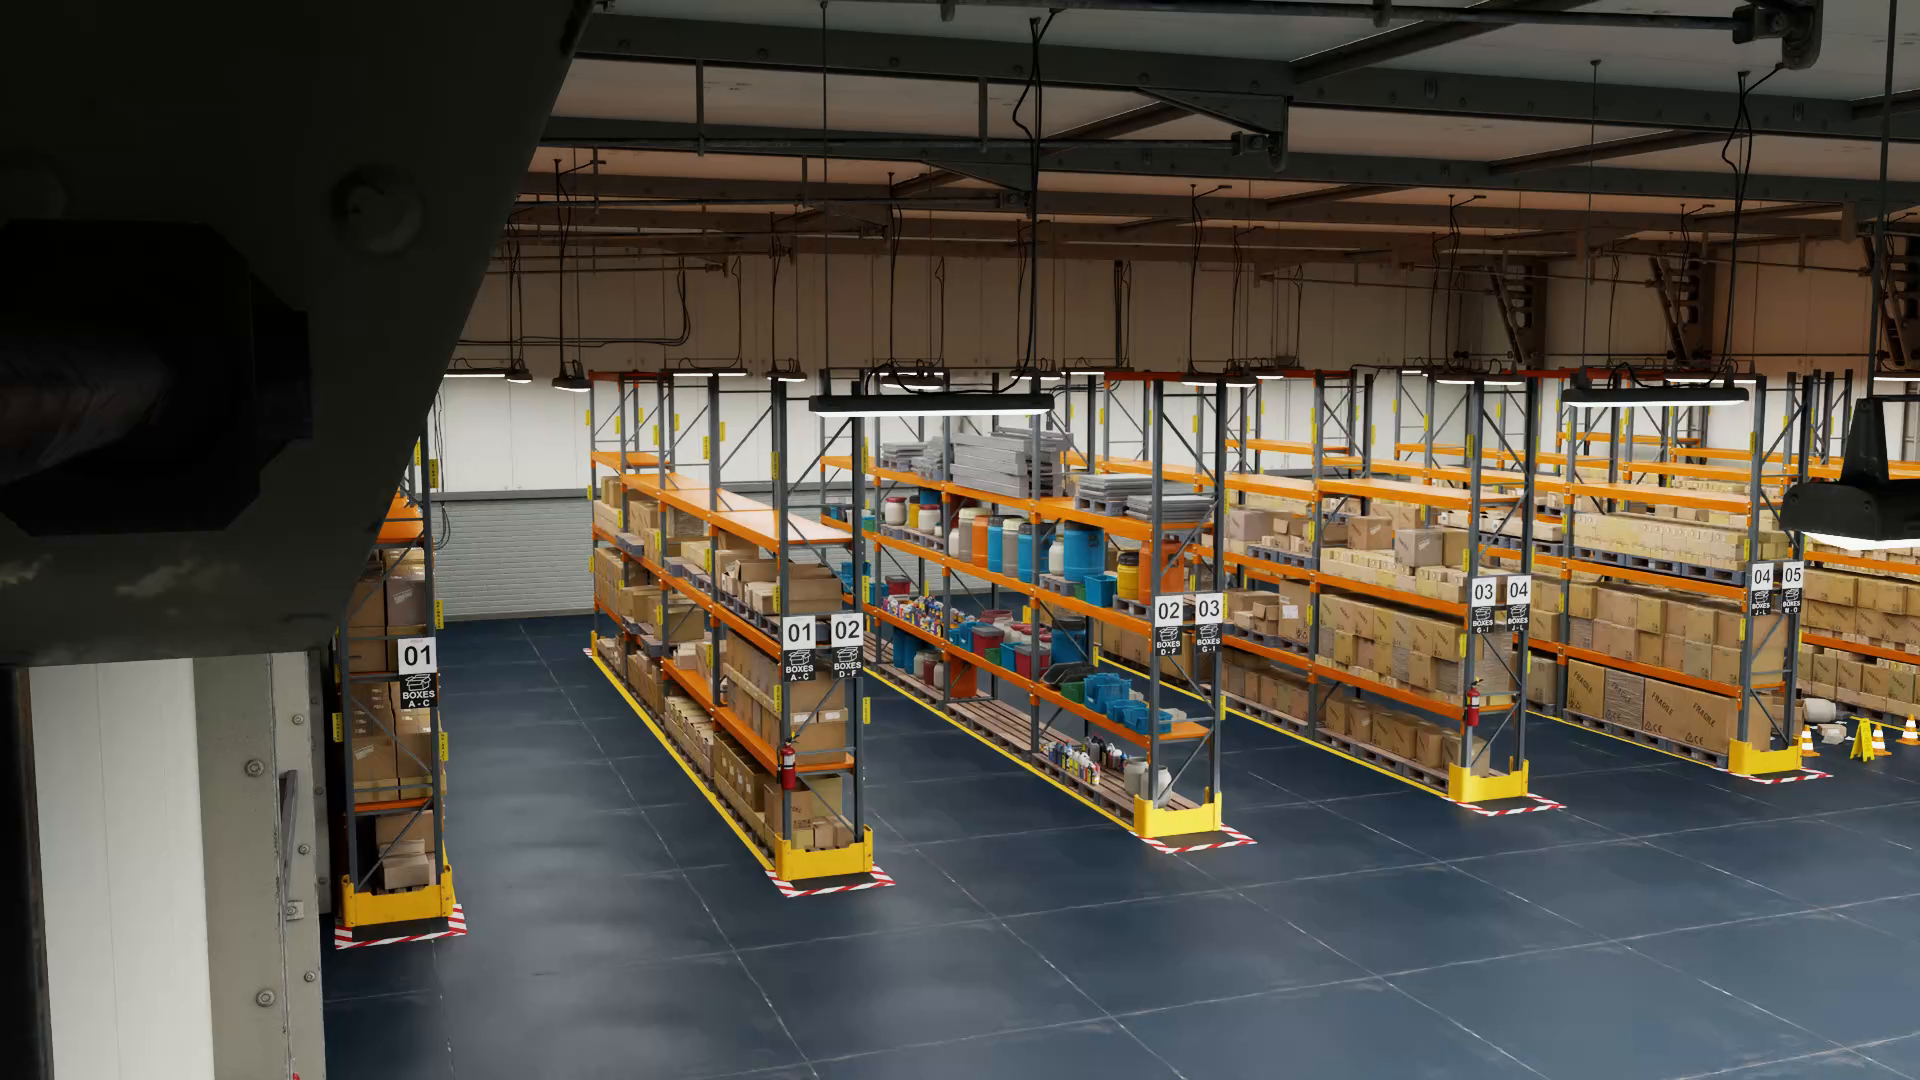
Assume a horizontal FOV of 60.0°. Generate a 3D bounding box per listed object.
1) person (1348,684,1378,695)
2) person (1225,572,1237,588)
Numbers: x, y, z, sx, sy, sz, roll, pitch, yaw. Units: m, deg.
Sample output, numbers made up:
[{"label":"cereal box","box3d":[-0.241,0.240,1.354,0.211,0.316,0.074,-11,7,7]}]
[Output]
[{"label":"person","box3d":[7.618,2.024,31.212,0.581,1.697,0.857,-3,7,-25]},{"label":"person","box3d":[6.756,0.798,41.683,0.898,1.769,0.739,3,7,27]}]
